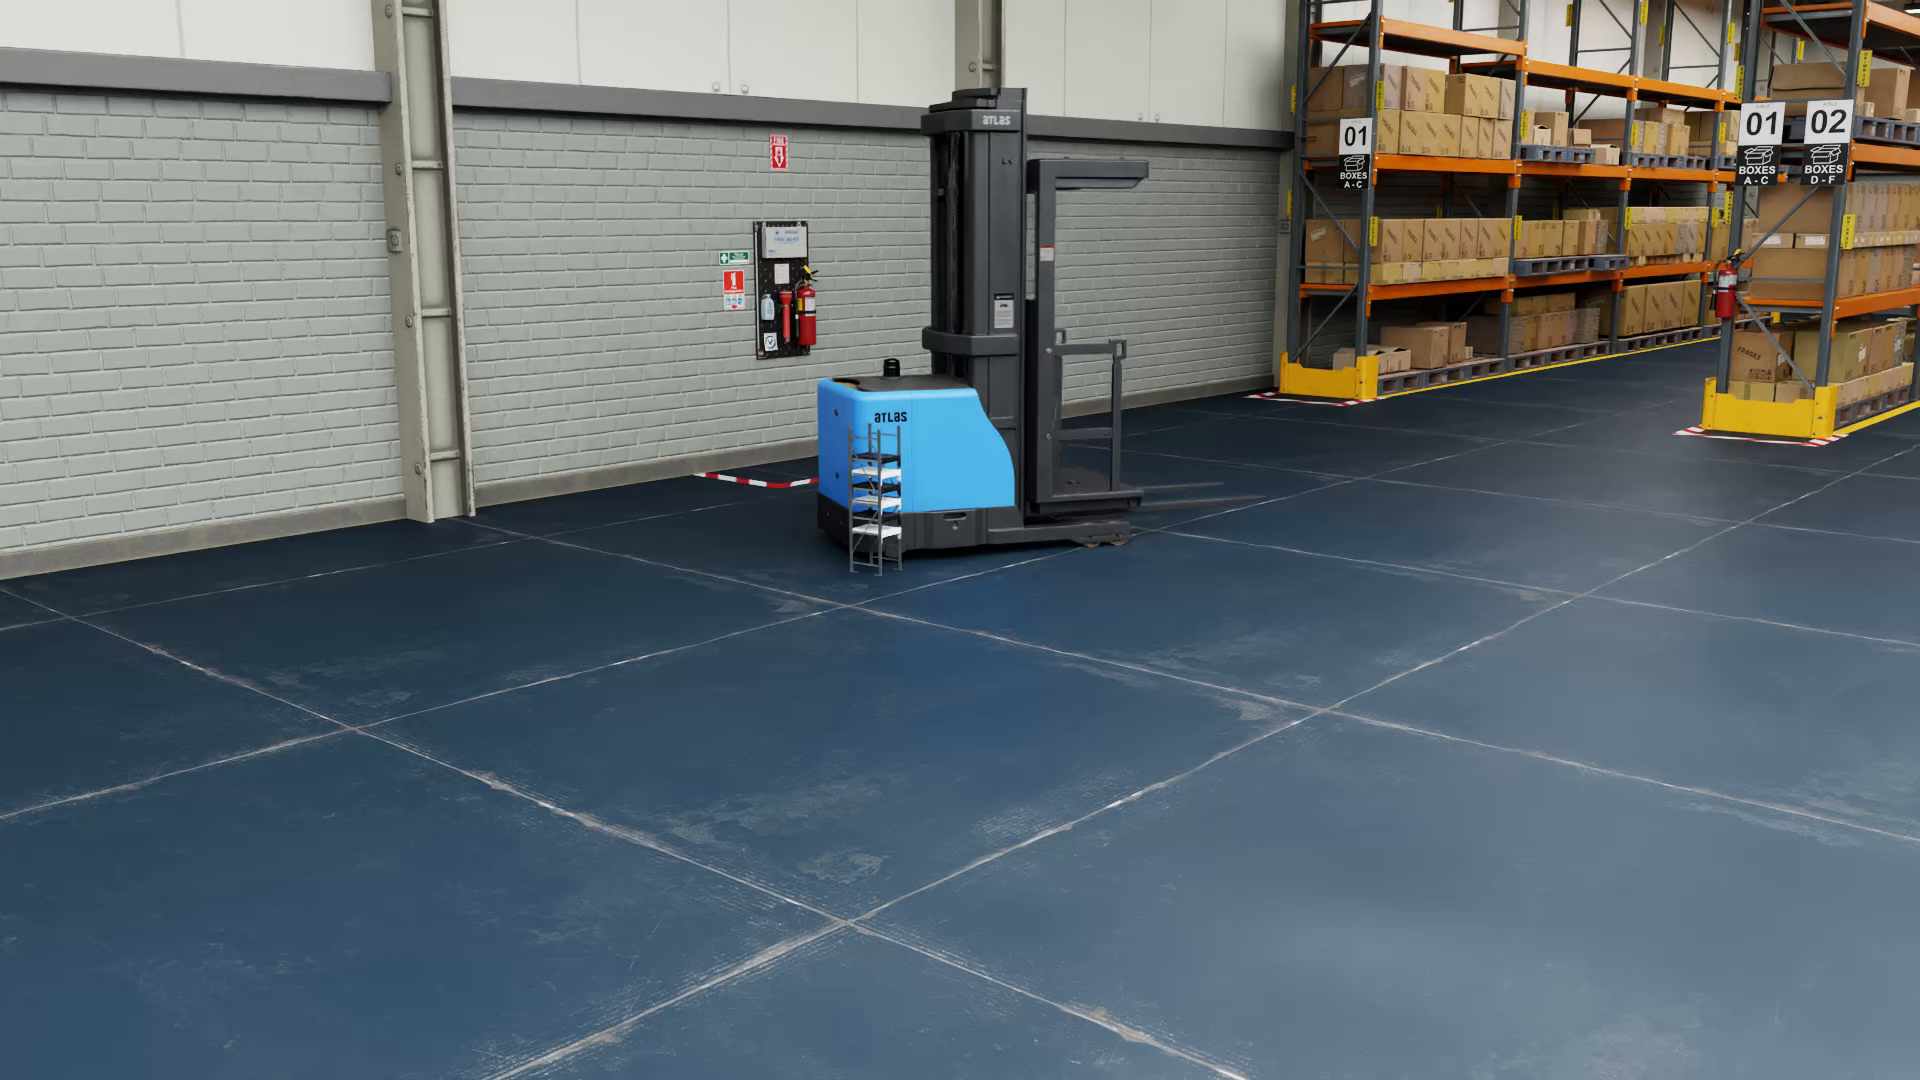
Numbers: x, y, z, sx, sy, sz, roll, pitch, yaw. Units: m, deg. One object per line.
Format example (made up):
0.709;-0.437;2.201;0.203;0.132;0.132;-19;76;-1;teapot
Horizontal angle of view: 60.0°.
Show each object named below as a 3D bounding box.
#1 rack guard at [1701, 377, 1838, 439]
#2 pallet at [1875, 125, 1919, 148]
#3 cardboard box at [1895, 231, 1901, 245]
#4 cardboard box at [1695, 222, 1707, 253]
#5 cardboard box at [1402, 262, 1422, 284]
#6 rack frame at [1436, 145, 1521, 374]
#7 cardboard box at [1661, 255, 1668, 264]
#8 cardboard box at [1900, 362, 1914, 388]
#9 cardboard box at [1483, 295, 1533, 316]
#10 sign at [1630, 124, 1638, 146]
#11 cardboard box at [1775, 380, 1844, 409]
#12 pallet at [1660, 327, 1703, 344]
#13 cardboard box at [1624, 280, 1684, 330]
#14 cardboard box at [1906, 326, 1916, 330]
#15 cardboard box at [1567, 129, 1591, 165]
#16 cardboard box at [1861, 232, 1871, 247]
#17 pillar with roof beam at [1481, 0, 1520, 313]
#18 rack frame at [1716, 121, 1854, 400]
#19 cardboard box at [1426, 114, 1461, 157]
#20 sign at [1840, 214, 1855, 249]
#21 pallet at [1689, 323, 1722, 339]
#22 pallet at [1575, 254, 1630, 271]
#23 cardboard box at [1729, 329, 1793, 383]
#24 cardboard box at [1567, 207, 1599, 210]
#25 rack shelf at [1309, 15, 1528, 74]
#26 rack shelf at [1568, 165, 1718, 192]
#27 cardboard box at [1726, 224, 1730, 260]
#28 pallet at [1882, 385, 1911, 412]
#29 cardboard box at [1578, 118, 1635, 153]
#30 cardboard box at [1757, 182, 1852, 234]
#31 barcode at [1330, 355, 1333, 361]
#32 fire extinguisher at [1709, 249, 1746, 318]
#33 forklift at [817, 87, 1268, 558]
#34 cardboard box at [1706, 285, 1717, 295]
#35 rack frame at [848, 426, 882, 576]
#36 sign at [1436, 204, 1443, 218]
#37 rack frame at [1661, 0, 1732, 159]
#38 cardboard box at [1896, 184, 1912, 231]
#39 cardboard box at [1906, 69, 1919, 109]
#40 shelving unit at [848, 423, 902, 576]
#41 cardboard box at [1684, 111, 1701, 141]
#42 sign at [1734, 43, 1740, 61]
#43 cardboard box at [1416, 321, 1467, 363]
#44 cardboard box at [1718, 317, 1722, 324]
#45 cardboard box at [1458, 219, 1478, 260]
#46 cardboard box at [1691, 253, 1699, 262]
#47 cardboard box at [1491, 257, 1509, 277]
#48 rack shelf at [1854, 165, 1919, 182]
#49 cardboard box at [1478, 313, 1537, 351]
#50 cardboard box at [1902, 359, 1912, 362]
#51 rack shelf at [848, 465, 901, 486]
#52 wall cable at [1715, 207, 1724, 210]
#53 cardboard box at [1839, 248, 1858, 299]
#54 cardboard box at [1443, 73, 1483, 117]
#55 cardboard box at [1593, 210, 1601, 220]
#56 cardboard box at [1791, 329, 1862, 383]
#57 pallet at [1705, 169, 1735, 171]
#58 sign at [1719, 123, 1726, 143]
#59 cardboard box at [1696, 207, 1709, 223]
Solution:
8.048;-1.323;16.561;1.175;0.500;0.348;10;15;40;rack guard
10.160;-4.440;18.350;1.003;0.211;1.213;10;15;40;pallet
10.012;-3.291;18.119;0.380;0.149;0.250;10;15;40;cardboard box
12.146;-5.062;27.833;0.500;0.500;0.500;9;15;39;cardboard box
5.233;-3.238;20.096;0.500;0.250;0.500;9;15;39;cardboard box
6.980;-3.781;22.484;1.000;3.000;0.127;10;15;40;rack frame
11.195;-4.540;26.872;0.380;0.149;0.250;10;15;42;cardboard box
10.562;-1.902;19.025;0.500;0.250;0.500;10;15;40;cardboard box
7.742;-3.315;23.492;0.500;0.250;0.500;9;15;39;cardboard box
10.027;-6.024;24.733;0.100;0.325;0.005;10;15;40;sign
8.585;-1.460;16.813;0.500;0.250;0.500;10;15;40;cardboard box
11.809;-3.467;28.033;1.003;0.211;1.213;10;15;40;pallet
11.345;-3.866;27.327;0.750;0.750;0.750;10;15;42;cardboard box
11.839;-2.452;20.344;0.500;0.311;0.500;9;14;38;cardboard box
8.696;-5.722;24.230;0.637;0.503;0.797;-10;15;-40;cardboard box
9.165;-3.102;17.171;0.380;0.149;0.250;9;14;38;cardboard box
11.347;-6.676;21.658;9.100;9.000;0.400;10;15;40;pillar with roof beam
8.064;-2.553;16.334;1.000;3.000;0.127;10;15;40;rack frame
5.807;-4.972;20.482;0.500;0.500;0.500;11;16;44;cardboard box
8.476;-2.943;15.877;0.100;0.325;0.005;10;15;40;sign
12.822;-3.692;29.159;1.003;0.211;1.213;10;15;40;pallet
9.230;-4.157;24.855;1.213;0.211;1.003;10;15;40;pallet
8.194;-1.895;17.076;0.500;0.500;0.500;10;15;40;cardboard box
9.725;-5.042;25.818;0.500;0.250;0.500;10;15;42;cardboard box
5.660;-6.074;20.494;1.077;0.370;4.000;10;15;40;rack shelf
10.941;-5.782;26.680;1.077;0.370;4.000;10;15;40;rack shelf
13.118;-5.290;29.271;0.980;0.700;0.700;9;15;39;cardboard box
10.148;-1.662;18.994;1.003;0.211;1.213;10;15;40;pallet
9.892;-6.183;25.471;0.700;0.500;0.500;8;14;36;cardboard box
8.416;-3.313;16.571;0.700;0.500;0.500;10;15;41;cardboard box
4.576;-2.239;20.480;0.001;0.075;0.075;10;15;40;barcode
7.637;-2.557;16.555;0.296;0.674;0.183;10;15;40;fire extinguisher
0.606;-1.479;11.134;3.031;2.935;1.130;-4;12;-19;forklift
13.195;-4.380;29.136;0.380;0.149;0.250;10;15;42;cardboard box
-0.576;-0.233;10.081;0.240;0.900;0.006;7;13;33;rack frame
6.561;-4.420;22.727;0.100;0.325;0.005;10;15;40;sign
12.261;-7.900;27.789;1.000;3.000;0.127;10;15;40;rack frame
10.083;-3.686;18.439;0.700;0.500;0.500;10;15;40;cardboard box
11.141;-5.198;19.315;0.500;0.500;0.500;10;15;41;cardboard box
-0.520;-0.250;10.164;0.258;0.900;0.210;7;13;33;shelving unit
12.547;-7.111;28.639;0.500;0.500;0.500;10;15;40;cardboard box
14.489;-9.097;30.993;0.100;0.325;0.005;10;15;40;sign
6.325;-2.613;21.895;0.500;0.500;0.500;8;14;36;cardboard box
13.166;-4.109;29.433;0.700;0.500;0.500;10;15;40;cardboard box
6.235;-3.829;21.139;0.500;0.500;0.500;9;15;39;cardboard box
12.102;-4.718;27.766;0.380;0.149;0.250;10;15;41;cardboard box
6.895;-3.609;21.952;0.500;0.250;0.500;10;15;40;cardboard box
12.024;-4.554;20.530;1.077;0.370;4.000;10;15;40;rack shelf
7.757;-2.964;23.652;0.700;0.500;0.500;9;15;39;cardboard box
11.156;-2.026;19.645;0.500;0.250;0.500;9;15;39;cardboard box
-0.520;-0.394;10.136;0.258;0.077;0.200;7;13;33;rack shelf
15.036;-6.356;32.779;0.084;1.984;1.851;10;15;40;wall cable
8.724;-2.747;17.049;0.700;0.500;0.500;10;15;42;cardboard box
6.163;-5.532;20.734;0.500;0.500;0.500;9;14;38;cardboard box
9.416;-4.898;25.040;0.380;0.149;0.250;7;14;33;cardboard box
8.913;-1.902;17.109;0.500;0.500;0.500;10;15;40;cardboard box
13.615;-6.683;29.582;1.003;0.211;1.213;10;15;40;pallet
12.675;-6.768;27.658;0.100;0.325;0.005;10;15;40;sign
12.145;-5.429;27.753;0.500;0.250;0.500;10;15;42;cardboard box
